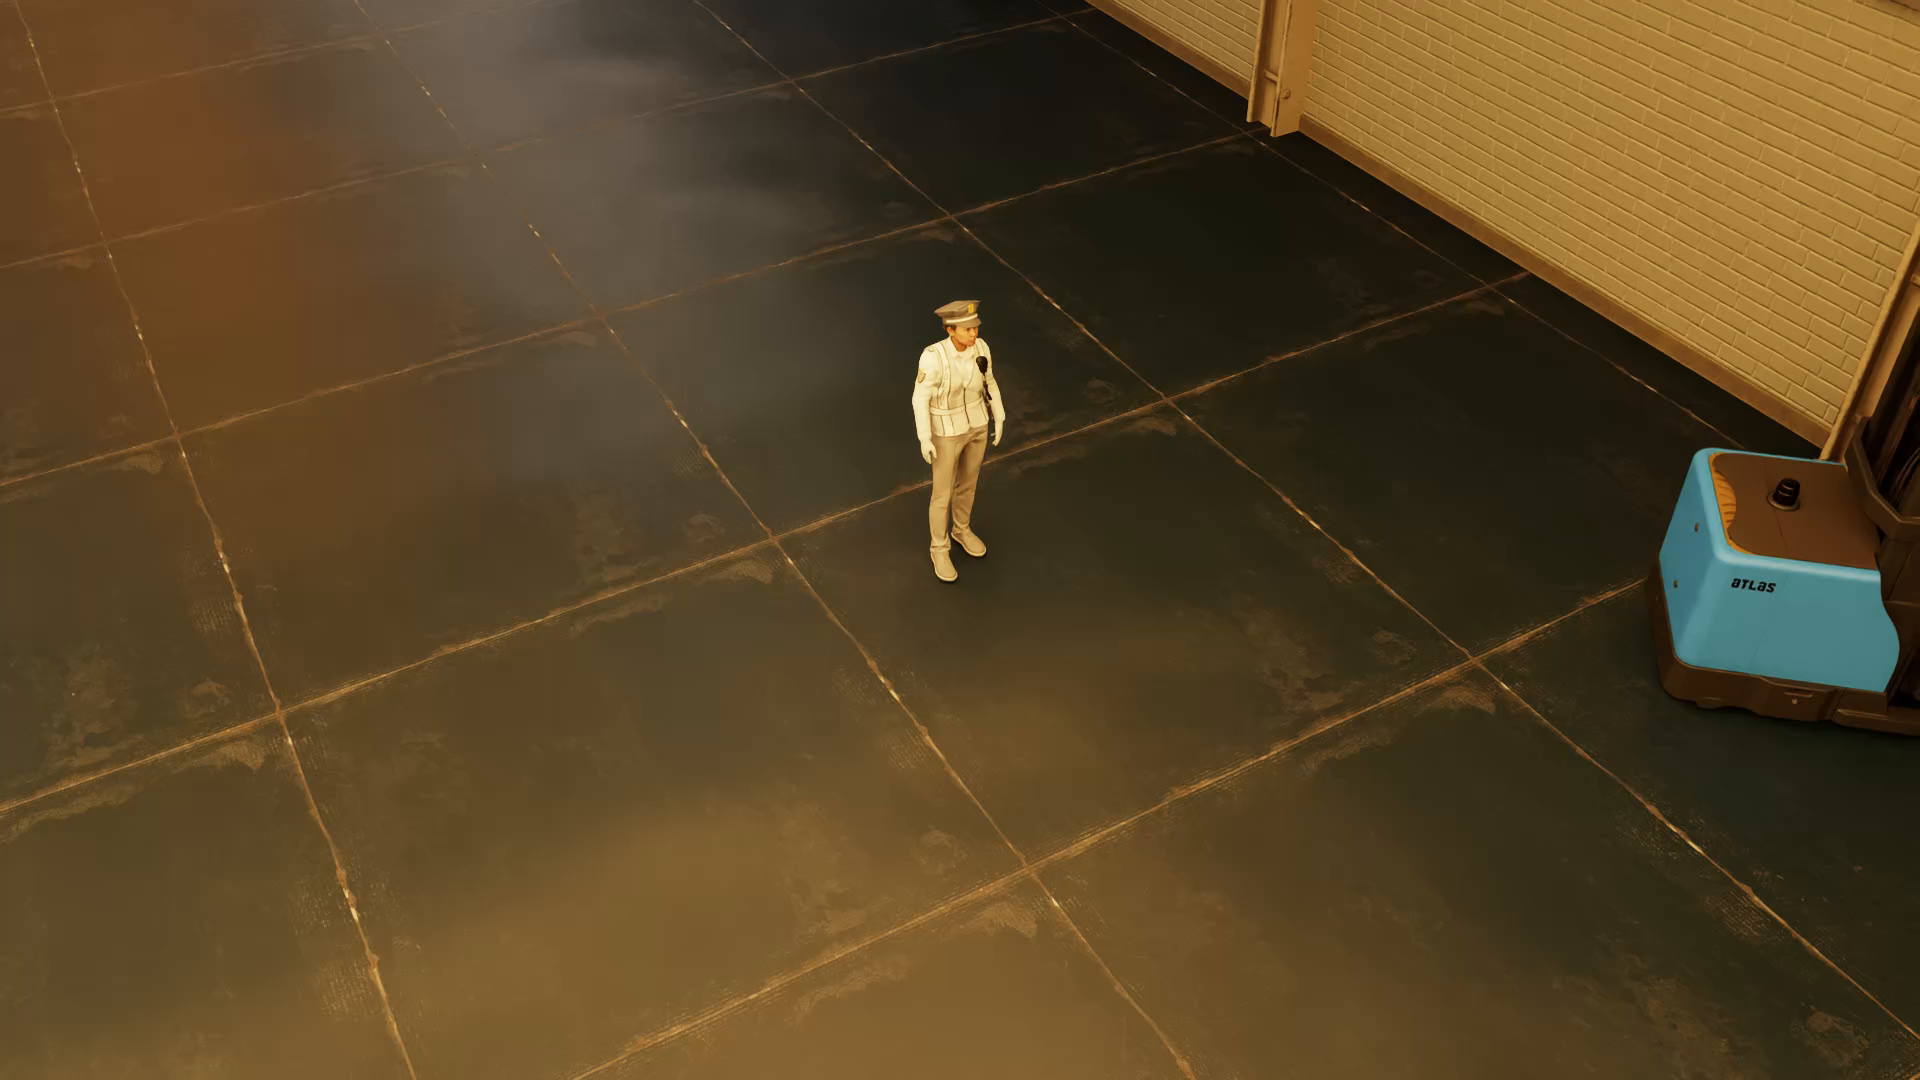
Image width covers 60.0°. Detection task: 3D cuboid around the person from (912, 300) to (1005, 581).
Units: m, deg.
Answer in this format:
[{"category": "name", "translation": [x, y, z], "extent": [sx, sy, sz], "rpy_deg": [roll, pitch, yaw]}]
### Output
[{"category": "person", "translation": [0.028, -0.617, 9.738], "extent": [0.586, 1.694, 0.530], "rpy_deg": [-20, 44, -23]}]

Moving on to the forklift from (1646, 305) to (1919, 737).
[{"category": "forklift", "translation": [5.472, -0.333, 8.438], "extent": [3.031, 2.935, 1.130], "rpy_deg": [8, 40, 9]}]
